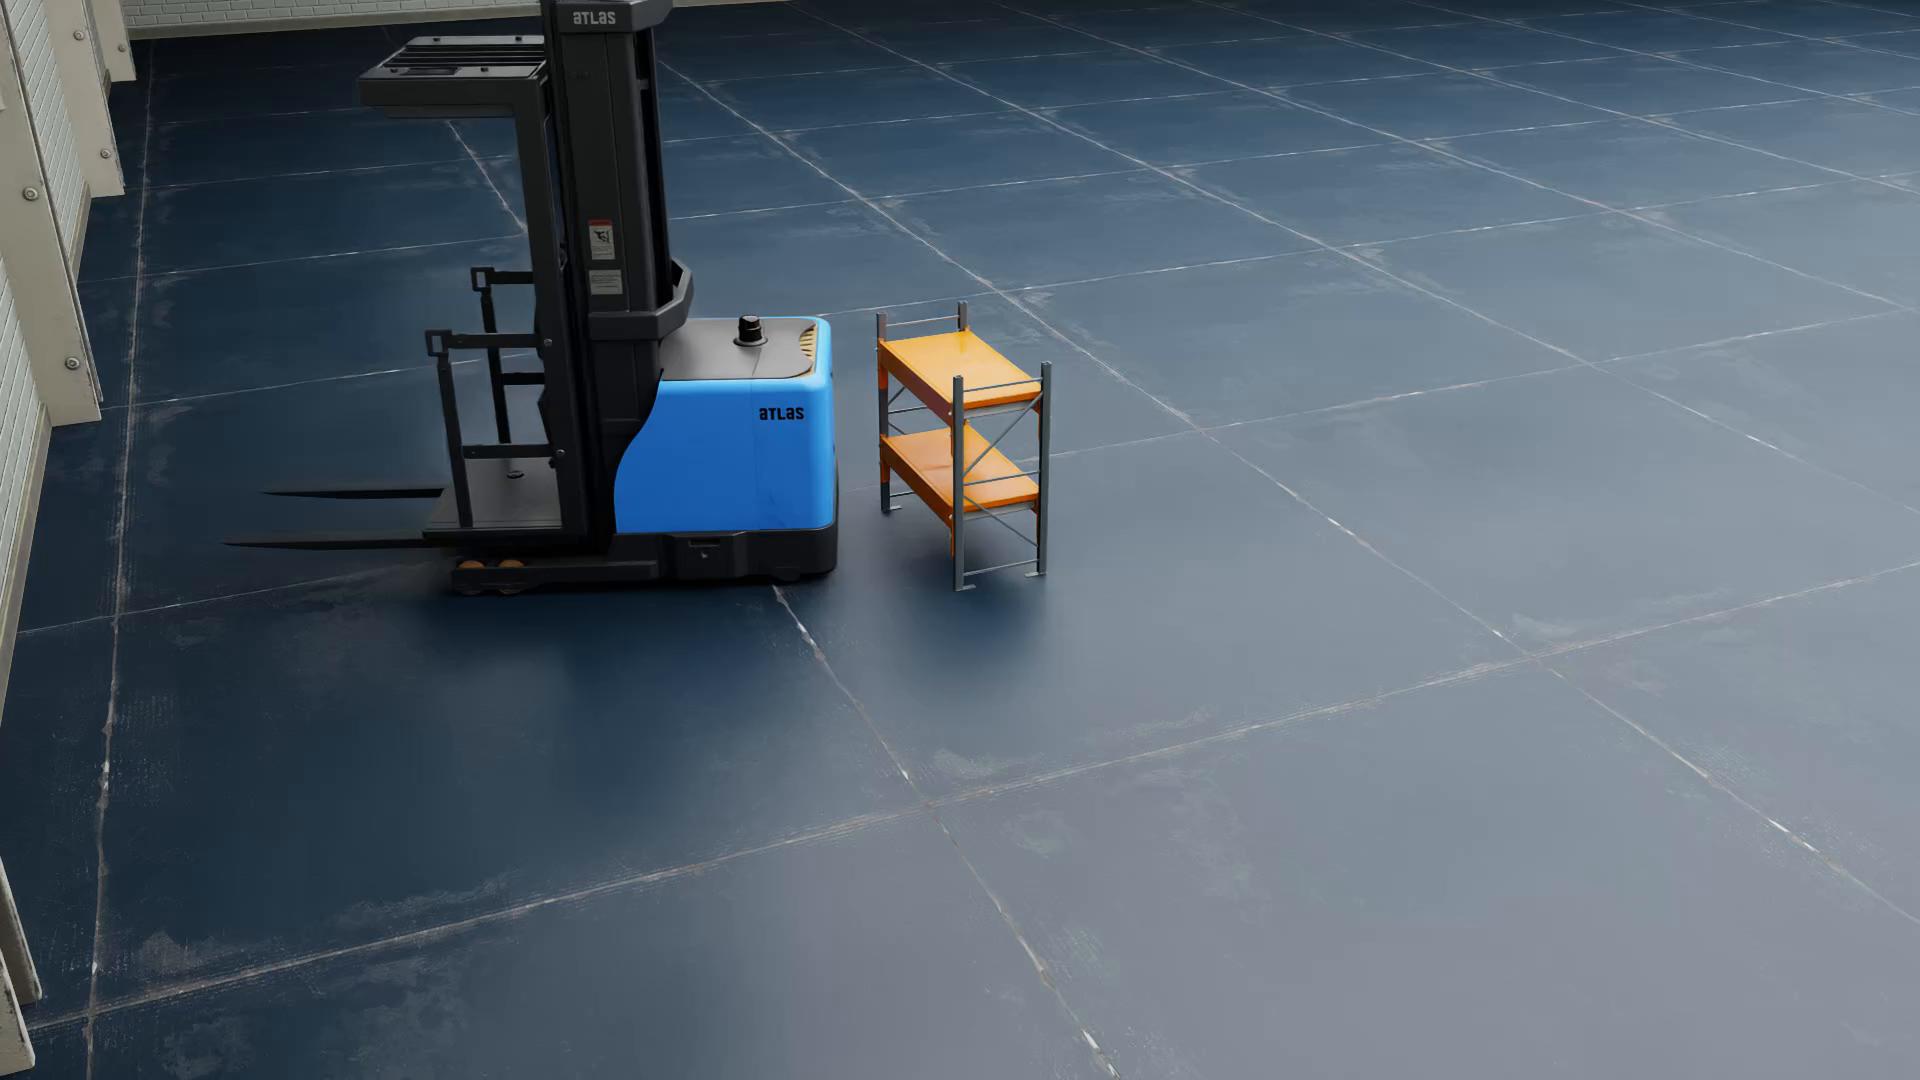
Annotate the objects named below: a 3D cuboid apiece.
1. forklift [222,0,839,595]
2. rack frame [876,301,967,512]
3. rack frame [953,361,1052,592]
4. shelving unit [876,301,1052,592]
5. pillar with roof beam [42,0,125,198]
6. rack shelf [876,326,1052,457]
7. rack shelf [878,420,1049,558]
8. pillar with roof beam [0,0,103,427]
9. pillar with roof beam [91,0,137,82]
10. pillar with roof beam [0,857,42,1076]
[{"bbox_3d":[-2.154,-1.284,8.040,3.031,2.935,1.130,-1,26,-3],"label":"forklift"},{"bbox_3d":[-0.196,-0.708,8.918,0.500,1.125,0.032,-11,28,-21],"label":"rack frame"},{"bbox_3d":[0.202,-0.298,8.077,0.500,1.125,0.032,-11,28,-21],"label":"rack frame"},{"bbox_3d":[0.003,-0.503,8.498,0.538,1.125,1.048,-11,28,-21],"label":"shelving unit"},{"bbox_3d":[-3.913,-7.999,14.877,9.100,9.000,0.400,-11,28,-21],"label":"pillar with roof beam"},{"bbox_3d":[0.003,-0.766,8.369,0.538,0.278,1.000,-11,28,-21],"label":"rack shelf"},{"bbox_3d":[0.003,-0.283,8.605,0.538,0.278,1.000,-11,28,-21],"label":"rack shelf"},{"bbox_3d":[-1.563,-5.577,9.916,9.100,9.000,0.400,-11,28,-21],"label":"pillar with roof beam"},{"bbox_3d":[-6.262,-10.422,19.838,9.100,9.000,0.400,-11,28,-21],"label":"pillar with roof beam"},{"bbox_3d":[0.787,-3.155,4.955,9.100,9.000,0.400,-11,28,-21],"label":"pillar with roof beam"}]
